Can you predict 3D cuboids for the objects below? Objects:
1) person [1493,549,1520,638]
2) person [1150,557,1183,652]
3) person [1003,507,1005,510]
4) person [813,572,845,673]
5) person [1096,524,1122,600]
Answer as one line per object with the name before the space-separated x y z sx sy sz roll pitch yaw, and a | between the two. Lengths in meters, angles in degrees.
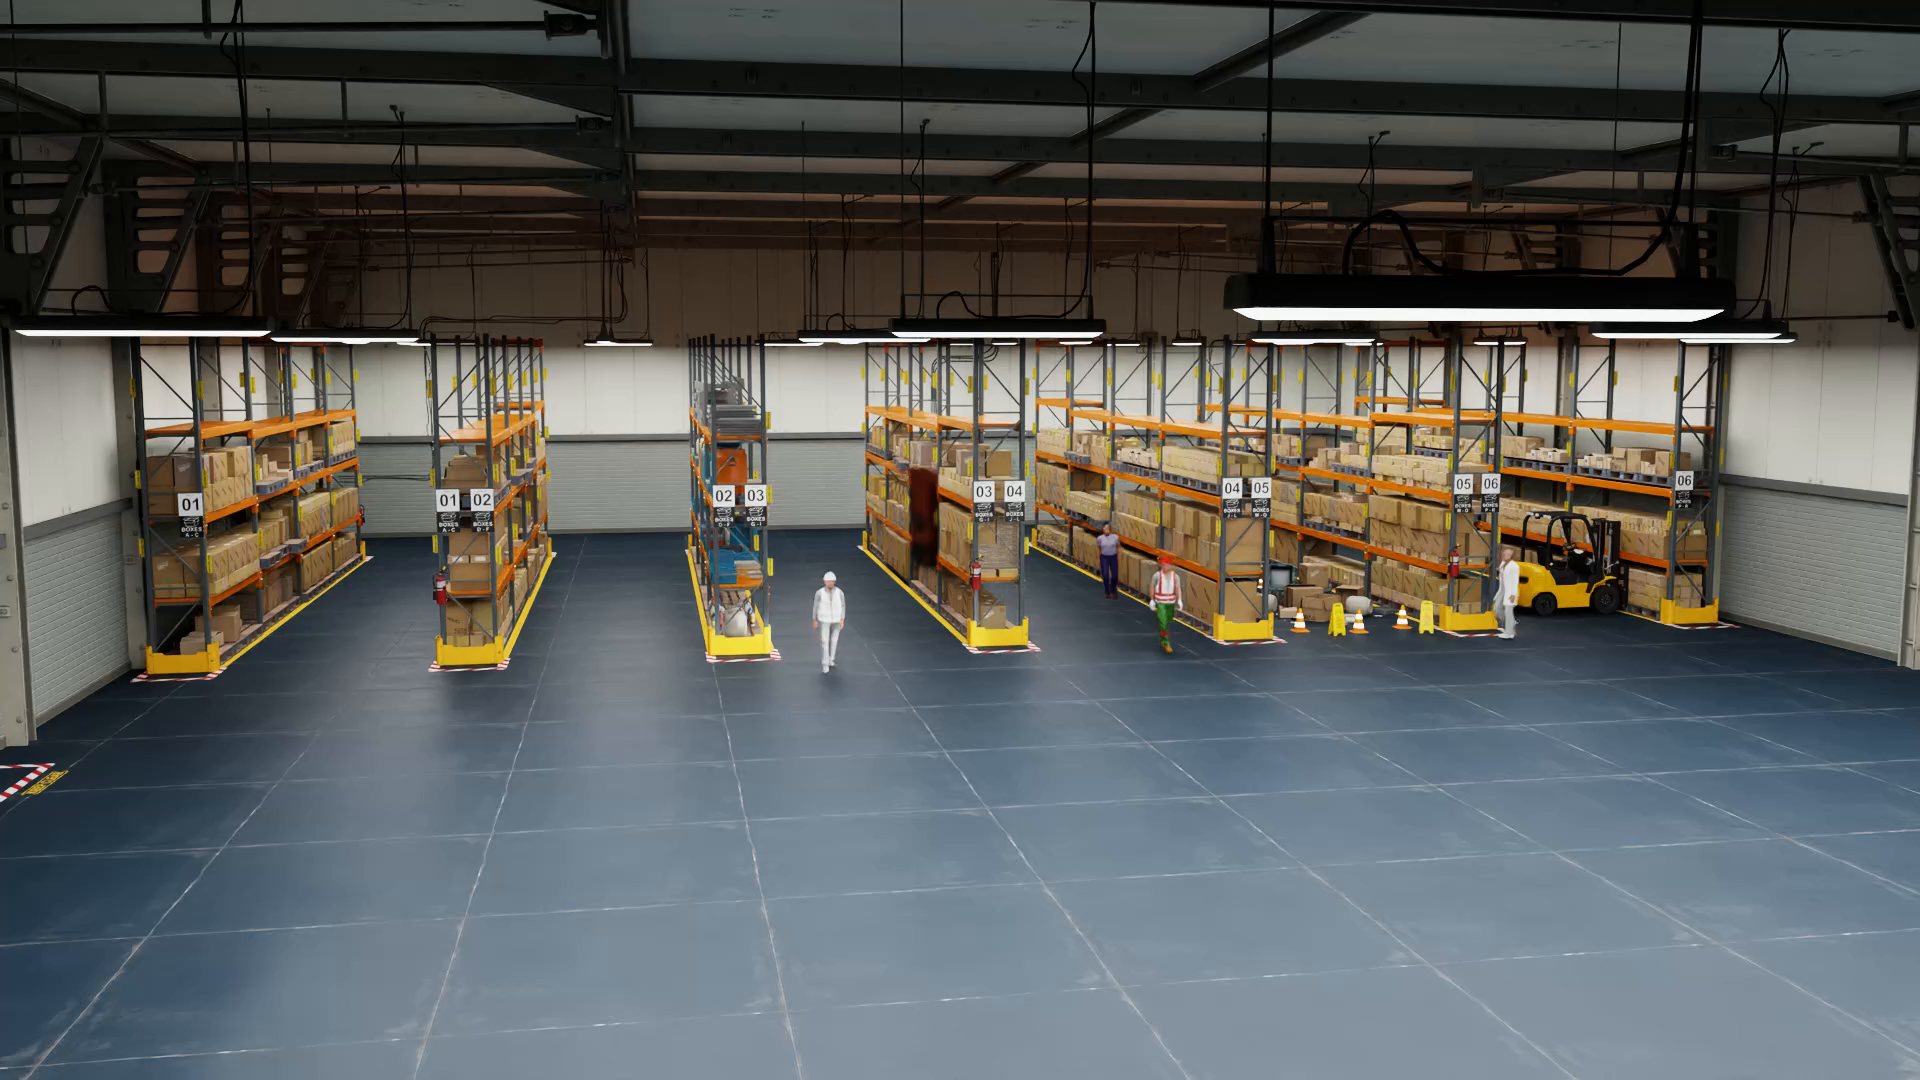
person | 10.891 1.052 32.940 0.572 1.766 0.569 -3 7 -24
person | 3.951 1.203 31.648 0.553 1.751 0.895 -2 7 -13
person | 1.442 -0.416 46.023 0.625 1.703 1.077 -1 7 -7
person | -2.319 1.438 29.732 0.565 1.729 0.915 -2 7 -19
person | 3.273 0.477 36.551 0.553 1.707 0.480 0 7 2
